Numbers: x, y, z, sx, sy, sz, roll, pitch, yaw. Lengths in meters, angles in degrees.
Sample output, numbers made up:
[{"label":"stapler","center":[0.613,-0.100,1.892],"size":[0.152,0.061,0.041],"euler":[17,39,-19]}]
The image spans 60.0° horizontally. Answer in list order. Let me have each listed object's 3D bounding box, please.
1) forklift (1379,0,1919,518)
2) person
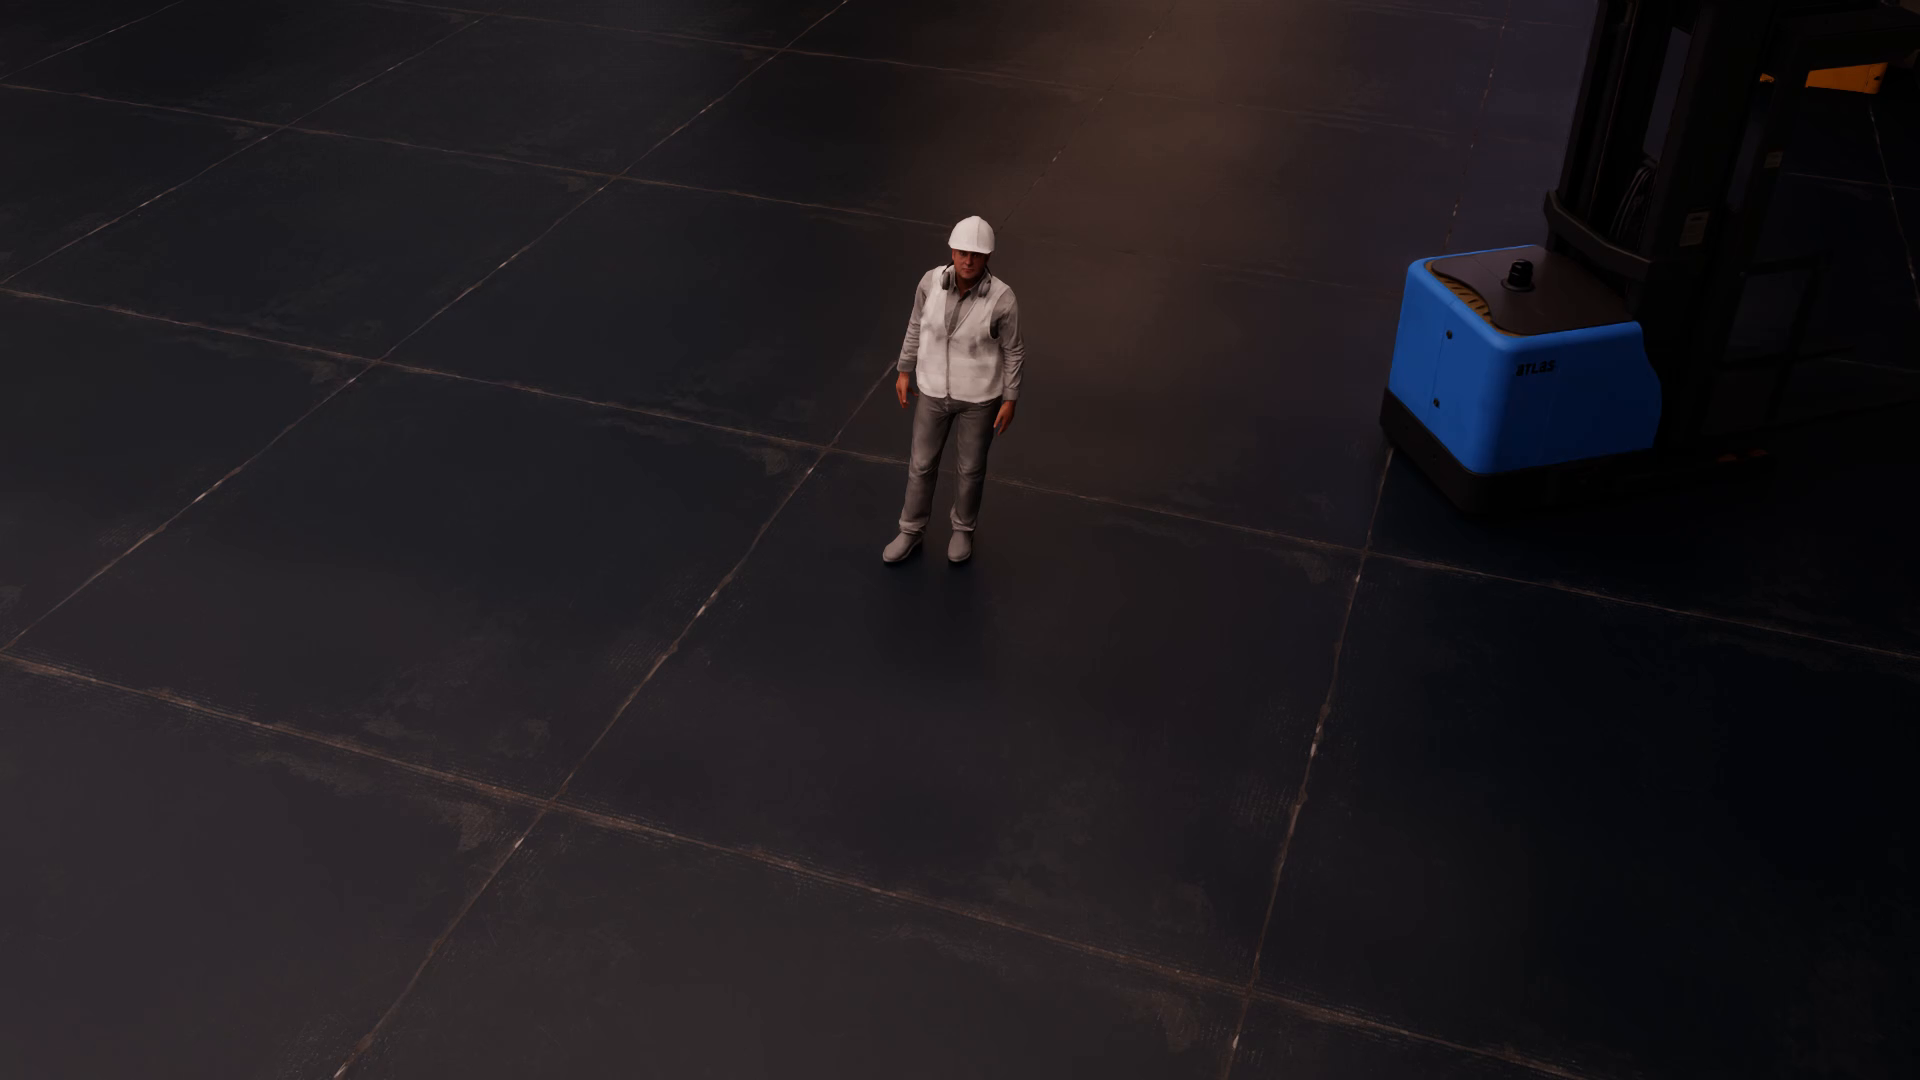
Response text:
[{"label":"forklift","center":[3.961,-1.784,8.626],"size":[3.031,2.935,1.130],"euler":[-9,36,-13]},{"label":"person","center":[-0.029,-0.698,8.082],"size":[0.632,1.773,0.568],"euler":[12,37,16]}]
